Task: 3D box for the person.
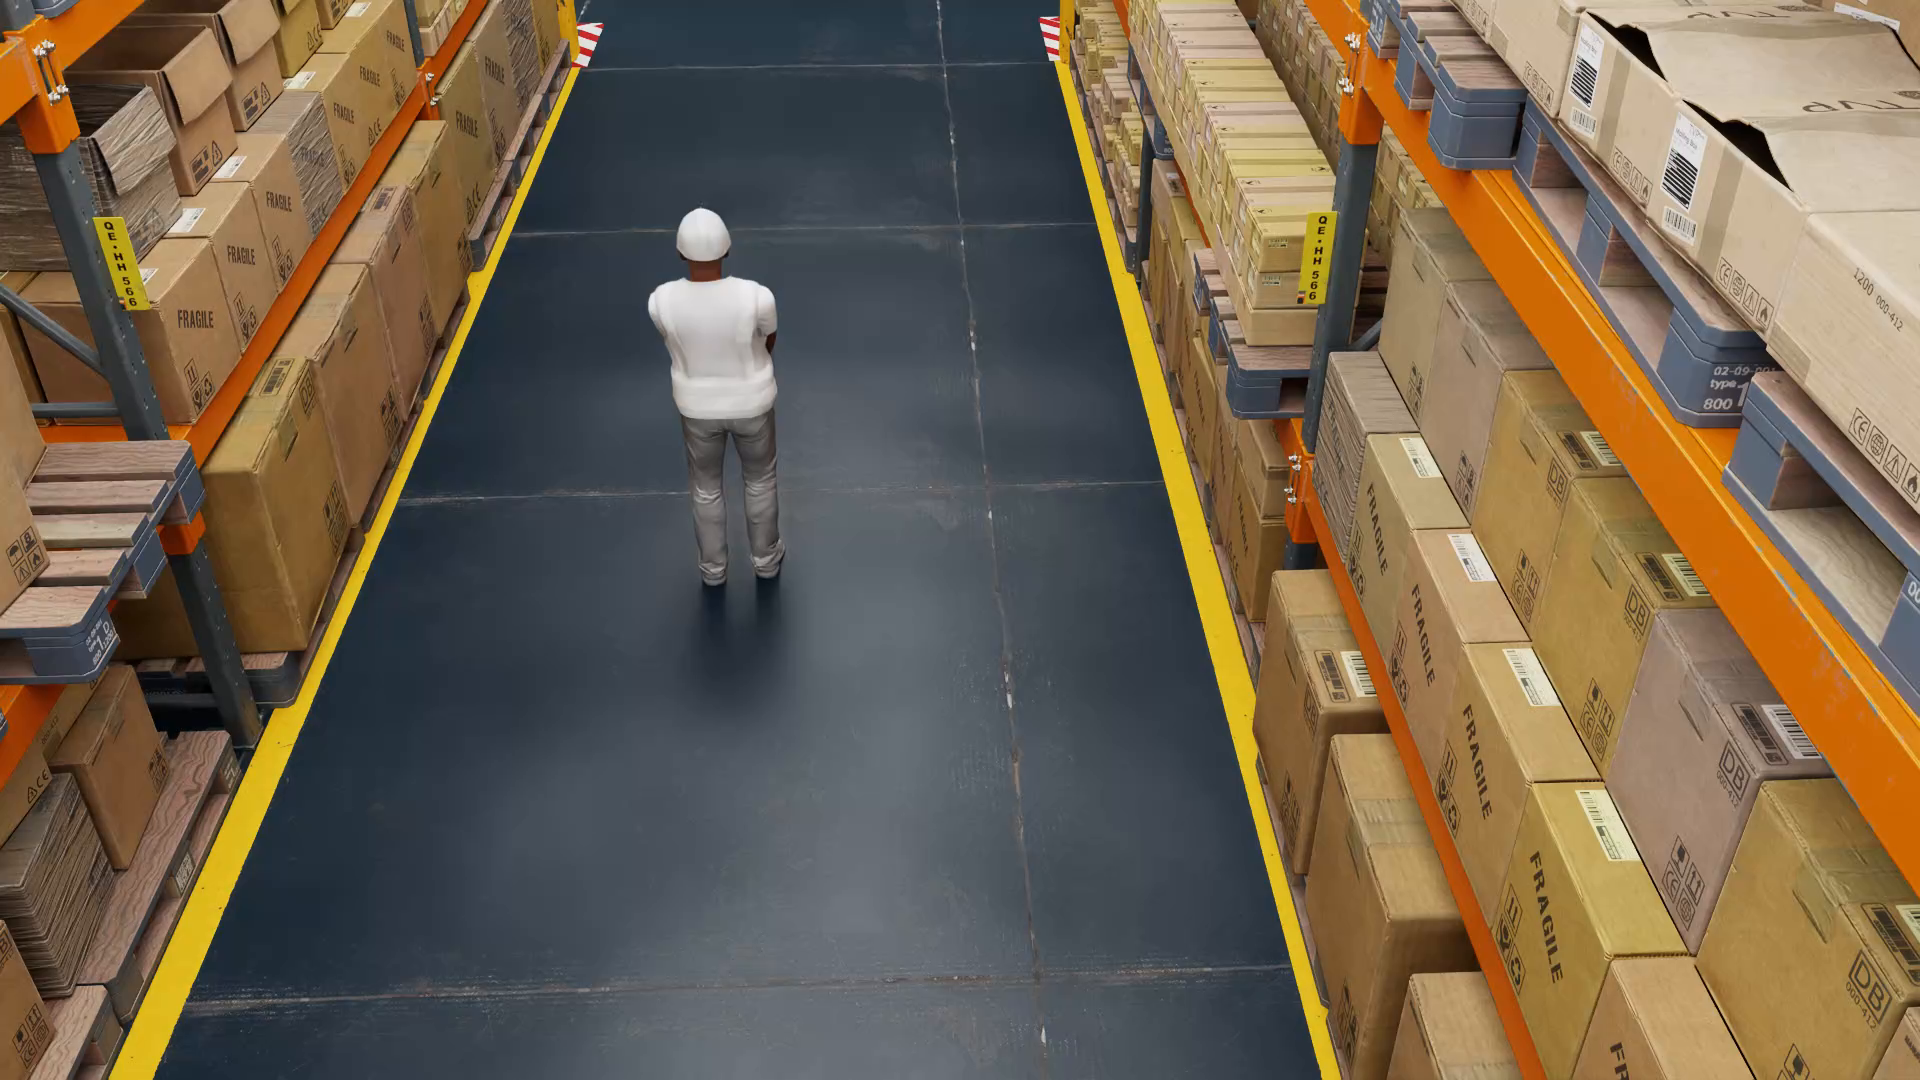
[{"bbox_3d":[-0.994,-0.631,7.029,0.504,1.760,0.583,-1,35,-1],"label":"person"}]
